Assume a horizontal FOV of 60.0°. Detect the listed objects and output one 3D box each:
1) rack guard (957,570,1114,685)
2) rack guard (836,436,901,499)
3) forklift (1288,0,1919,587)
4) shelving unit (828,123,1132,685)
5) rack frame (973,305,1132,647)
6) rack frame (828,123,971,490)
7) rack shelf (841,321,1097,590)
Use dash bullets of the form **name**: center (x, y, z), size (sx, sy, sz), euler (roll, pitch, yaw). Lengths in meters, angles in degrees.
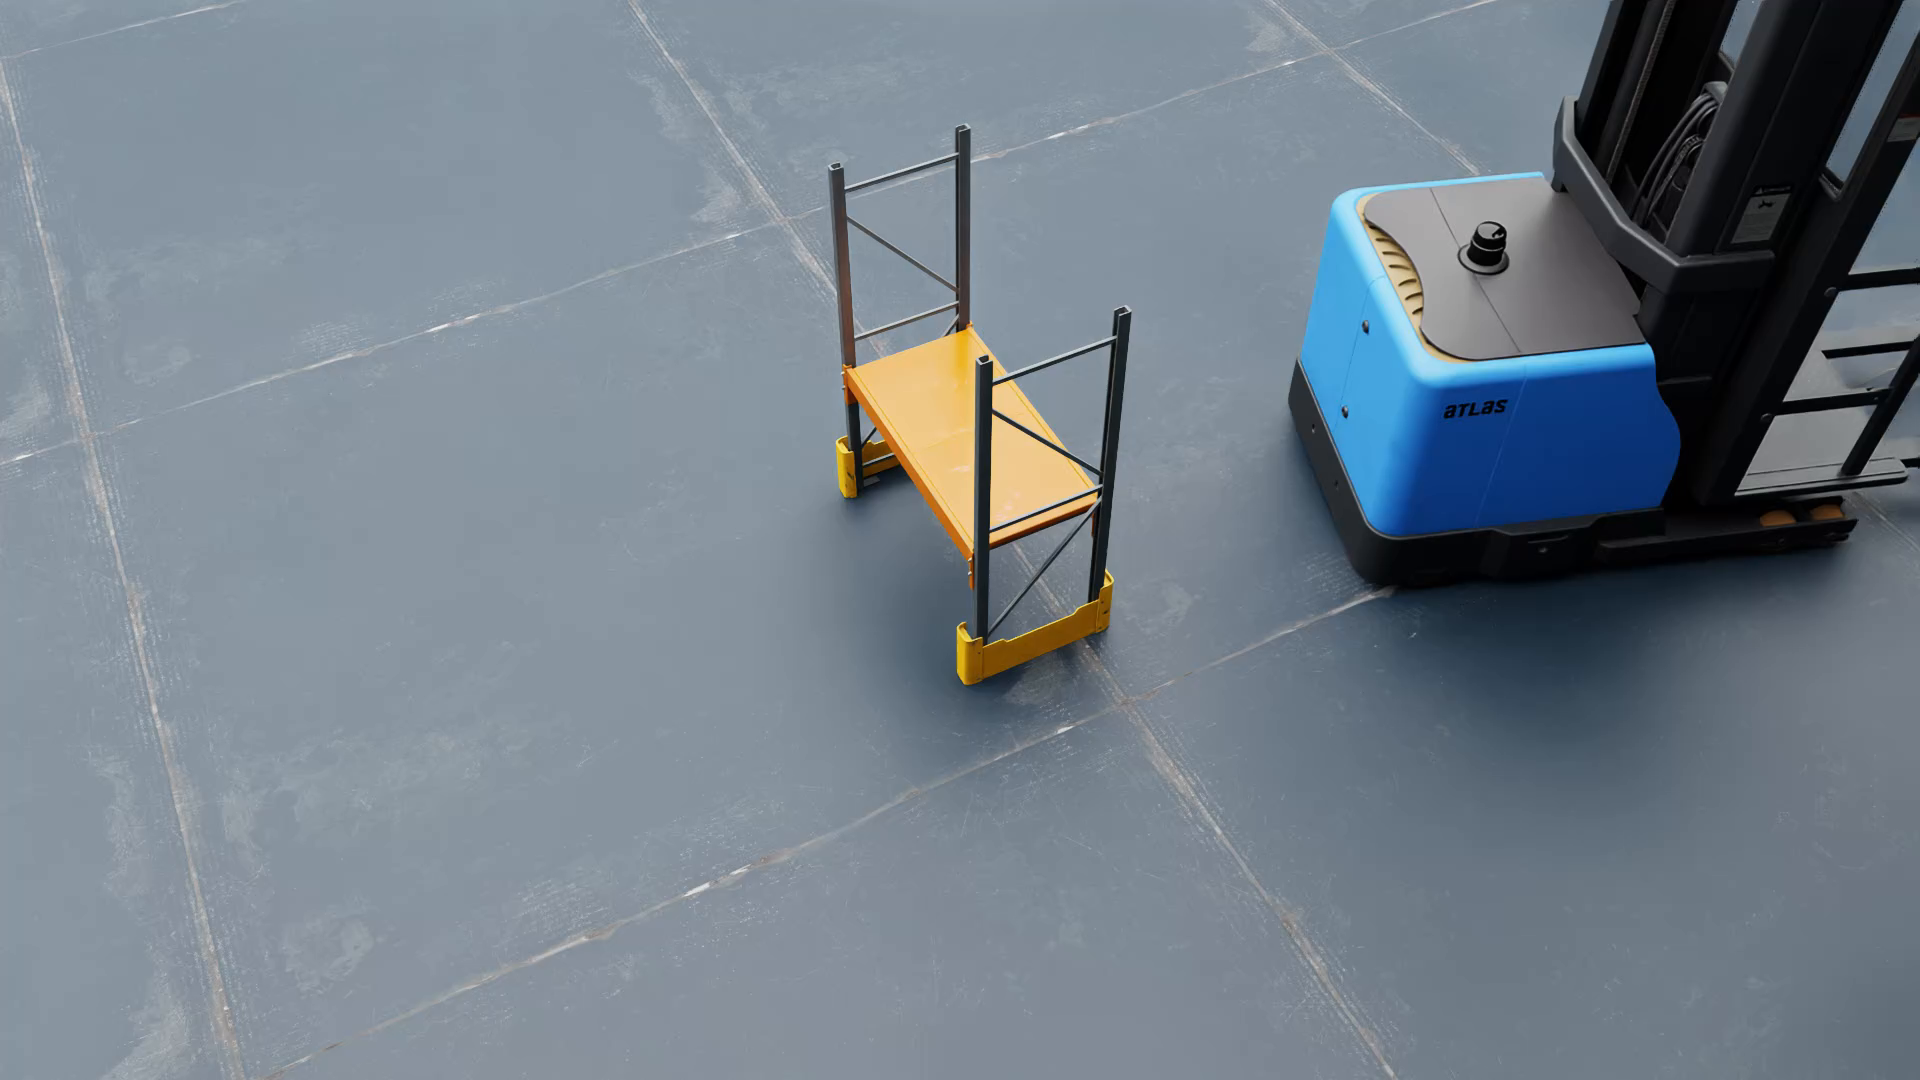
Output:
- **rack guard**: center (0.263, 0.302, 5.820), size (0.587, 0.250, 0.087), euler (-21, 52, -18)
- **rack guard**: center (-0.193, -0.365, 6.403), size (0.587, 0.250, 0.087), euler (-21, 52, -18)
- **forklift**: center (2.869, -1.310, 5.448), size (3.031, 2.935, 1.130), euler (-6, 49, -6)
- **shelving unit**: center (0.035, -0.443, 5.641), size (0.587, 1.500, 1.083), euler (-21, 52, -18)
- **rack frame**: center (0.272, -0.096, 5.338), size (0.500, 1.500, 0.032), euler (-21, 52, -18)
- **rack frame**: center (-0.194, -0.777, 5.933), size (0.500, 1.500, 0.032), euler (-21, 52, -18)
- **rack shelf**: center (0.039, -0.318, 5.771), size (0.538, 0.185, 1.000), euler (-21, 52, -18)
